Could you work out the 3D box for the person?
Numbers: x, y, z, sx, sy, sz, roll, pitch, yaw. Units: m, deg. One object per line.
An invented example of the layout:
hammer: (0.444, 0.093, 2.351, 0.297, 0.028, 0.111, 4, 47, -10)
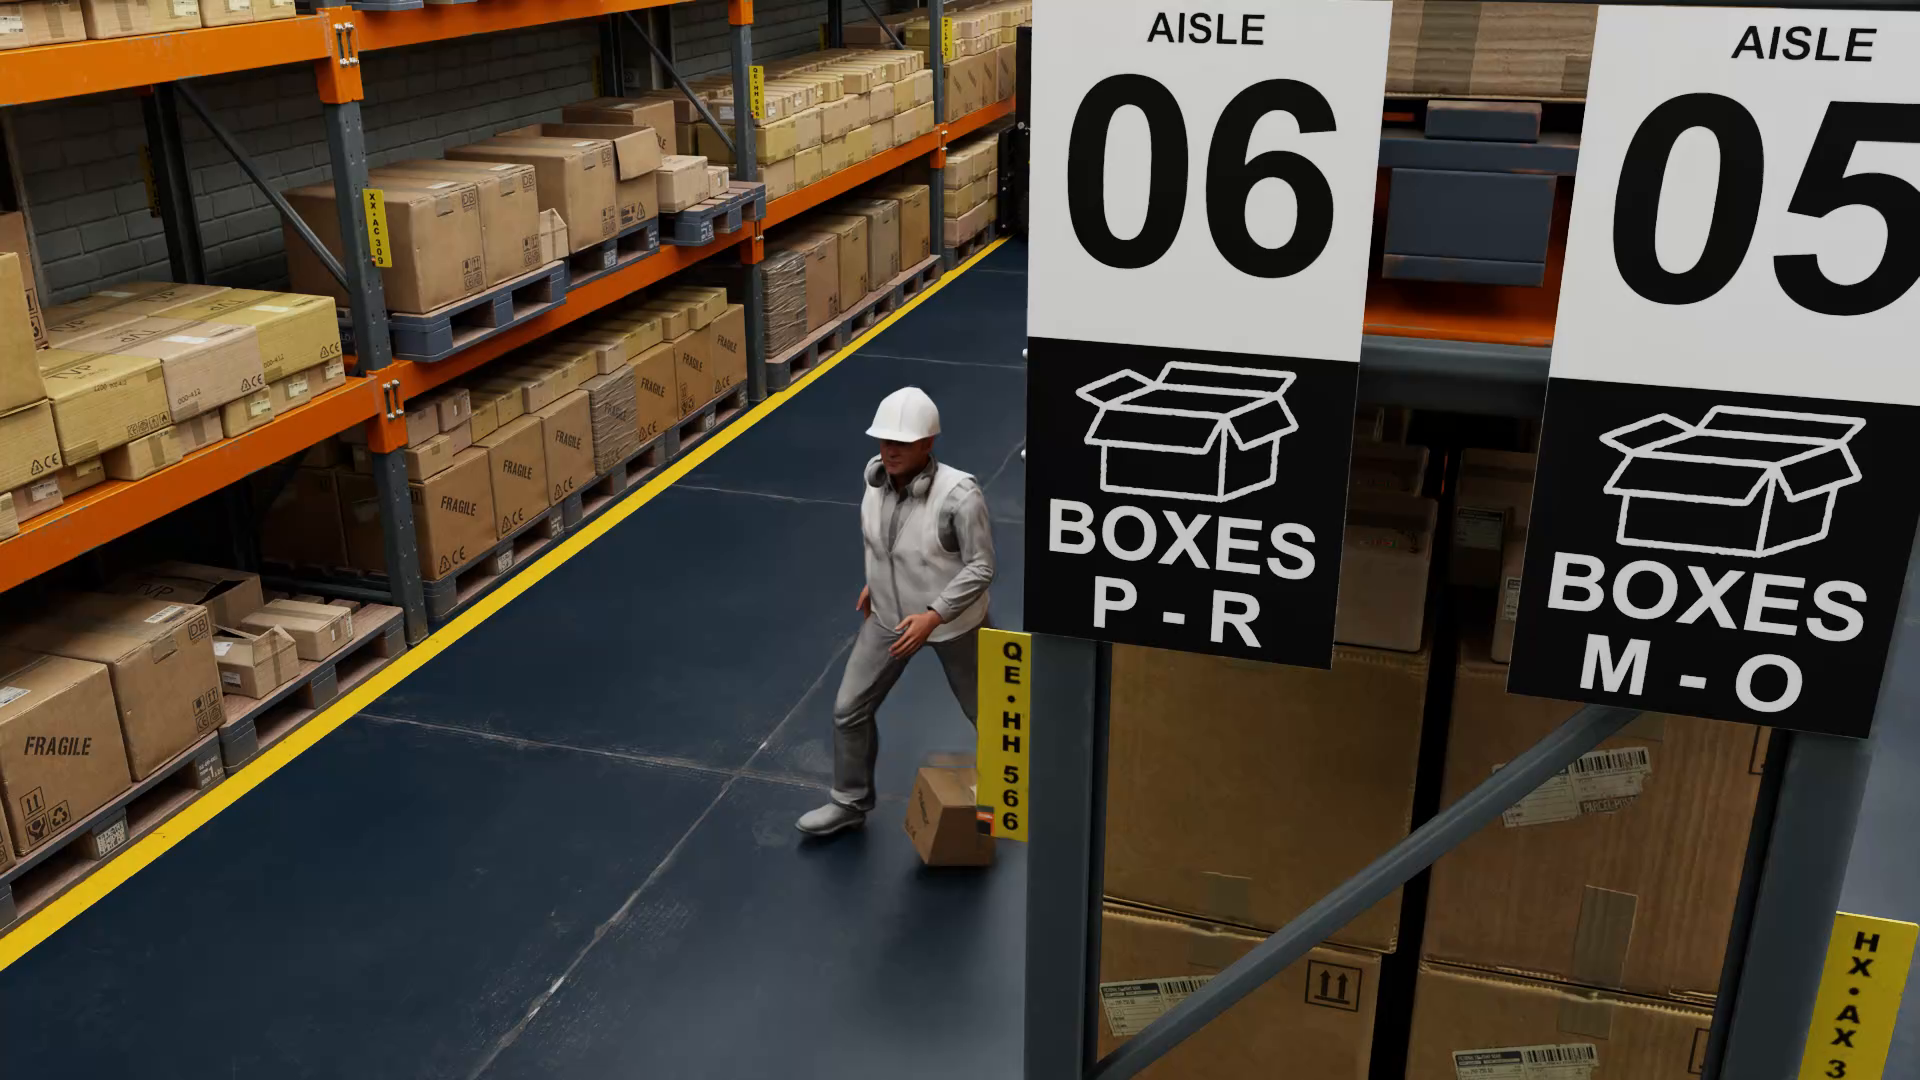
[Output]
person: (-0.122, 0.246, 5.977, 0.685, 1.718, 0.835, 12, 25, 28)
